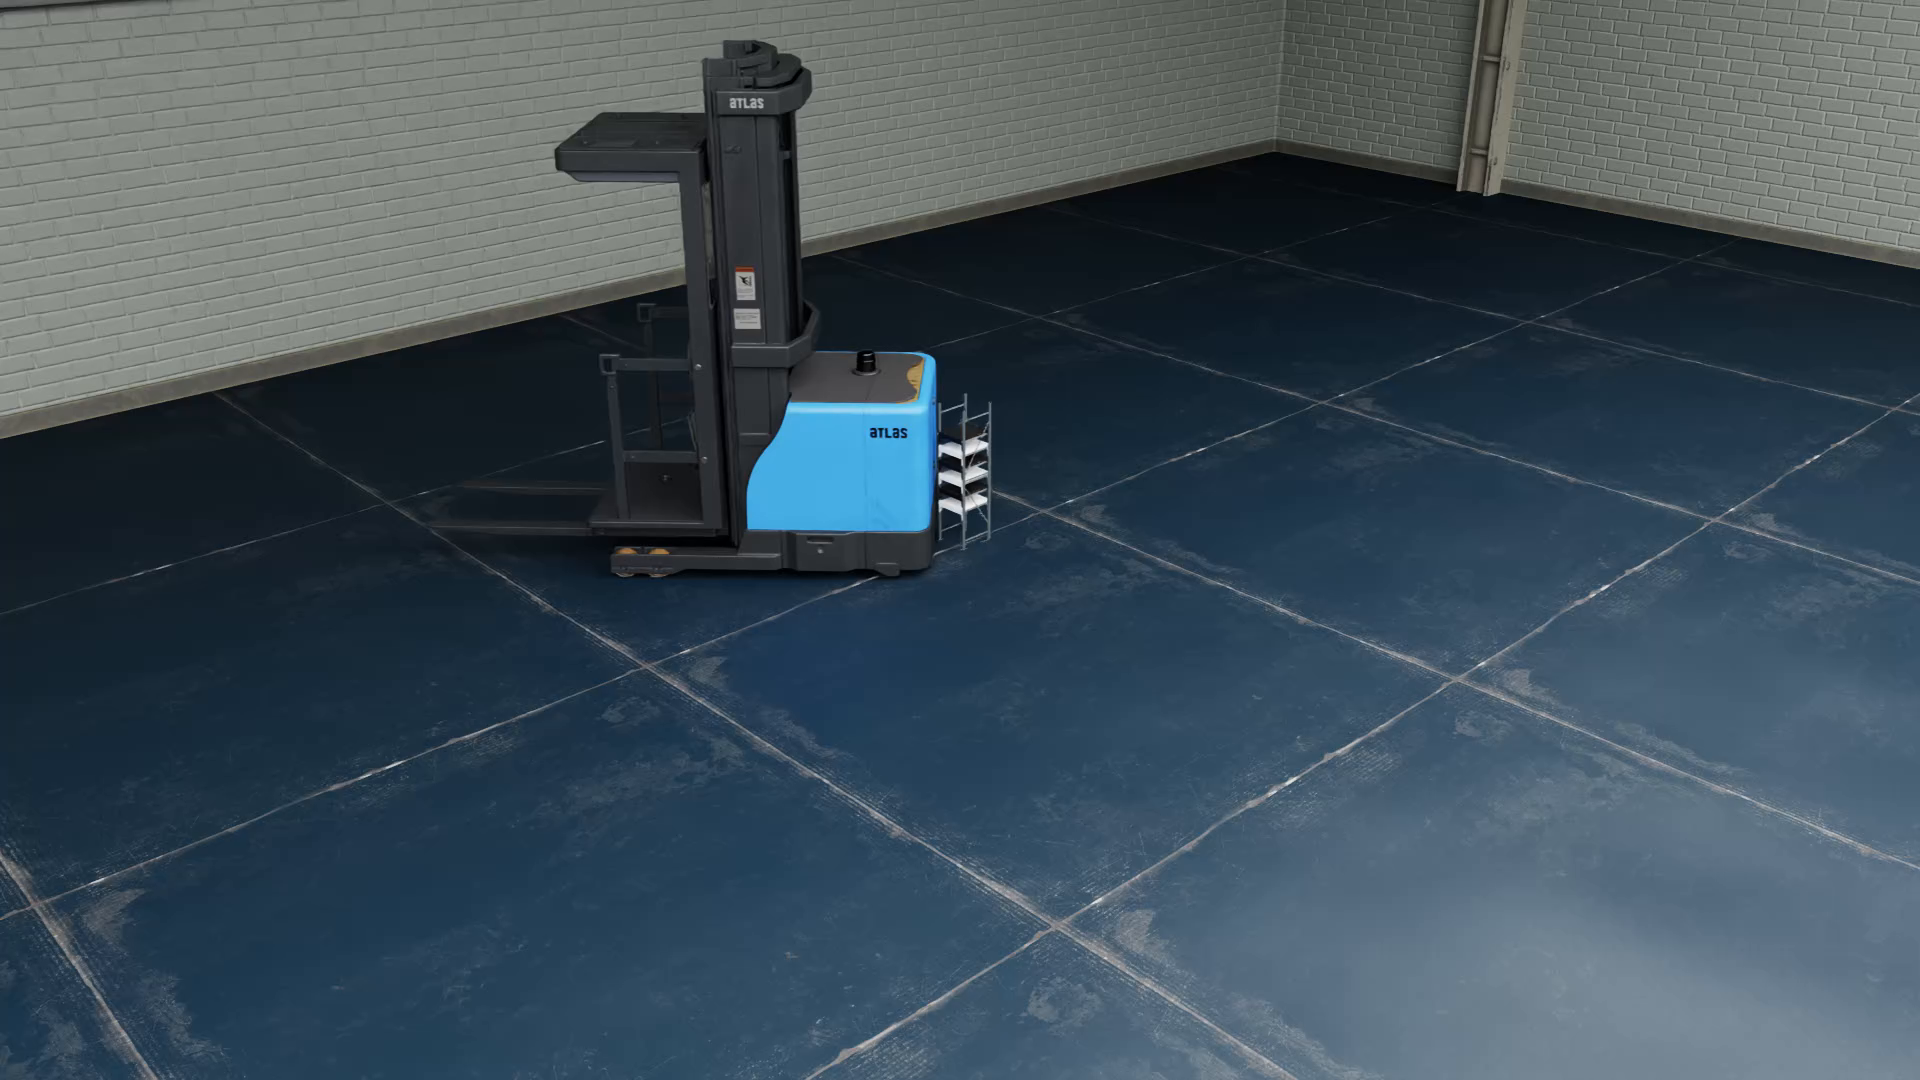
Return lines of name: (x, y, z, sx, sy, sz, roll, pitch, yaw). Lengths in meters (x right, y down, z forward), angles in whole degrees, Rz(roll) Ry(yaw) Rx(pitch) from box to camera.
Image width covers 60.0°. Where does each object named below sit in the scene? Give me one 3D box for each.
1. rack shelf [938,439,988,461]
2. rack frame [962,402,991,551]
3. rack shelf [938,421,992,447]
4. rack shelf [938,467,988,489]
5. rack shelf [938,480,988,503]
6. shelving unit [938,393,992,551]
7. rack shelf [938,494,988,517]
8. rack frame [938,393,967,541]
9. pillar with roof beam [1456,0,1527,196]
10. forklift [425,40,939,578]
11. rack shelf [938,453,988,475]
rack shelf: (0.028, -0.541, 9.998, 0.200, 0.077, 0.258, 22, 33, 40)
rack frame: (0.100, -0.378, 9.993, 0.006, 0.900, 0.240, 22, 33, 40)
rack shelf: (0.028, -0.623, 9.960, 0.200, 0.077, 0.258, 22, 33, 40)
rack shelf: (0.028, -0.377, 10.073, 0.200, 0.077, 0.258, 22, 33, 40)
rack shelf: (0.028, -0.295, 10.110, 0.200, 0.077, 0.258, 22, 33, 40)
shelving unit: (0.028, -0.407, 10.059, 0.210, 0.900, 0.258, 22, 33, 40)
rack shelf: (0.028, -0.213, 10.147, 0.200, 0.077, 0.258, 22, 33, 40)
rack frame: (-0.044, -0.437, 10.124, 0.006, 0.900, 0.240, 22, 33, 40)
pillar with roof beam: (2.772, -6.852, 14.427, 9.100, 9.000, 0.400, -21, 32, -38)
forklift: (-1.664, -1.331, 9.636, 3.031, 2.935, 1.130, 1, 25, 2)
rack shelf: (0.028, -0.459, 10.035, 0.200, 0.077, 0.258, 22, 33, 40)
